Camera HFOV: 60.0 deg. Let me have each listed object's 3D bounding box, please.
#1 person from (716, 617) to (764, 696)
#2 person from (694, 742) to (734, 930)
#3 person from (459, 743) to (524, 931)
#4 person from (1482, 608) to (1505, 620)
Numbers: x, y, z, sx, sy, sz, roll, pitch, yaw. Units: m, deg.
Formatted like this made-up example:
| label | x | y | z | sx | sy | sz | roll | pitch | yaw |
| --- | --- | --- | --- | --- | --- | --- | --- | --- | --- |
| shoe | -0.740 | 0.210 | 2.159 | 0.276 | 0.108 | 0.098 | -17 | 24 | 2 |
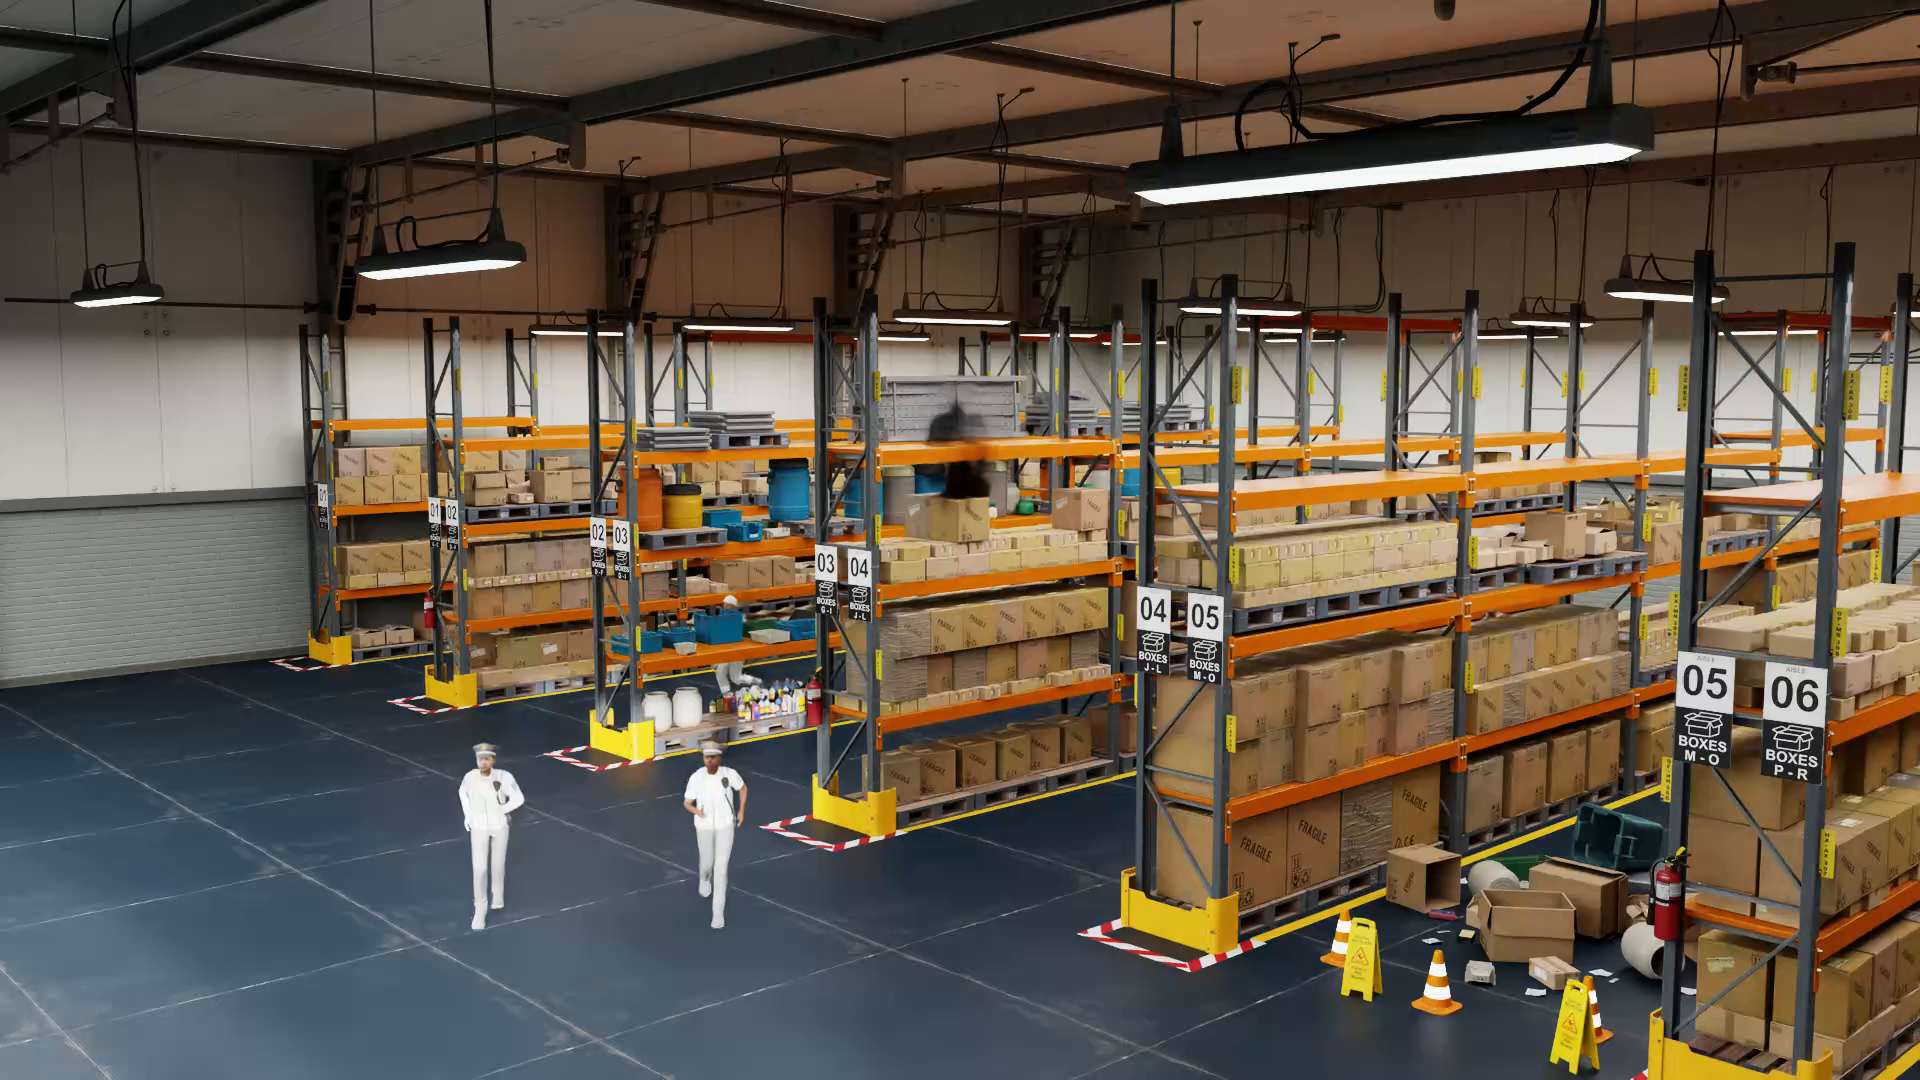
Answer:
| label | x | y | z | sx | sy | sz | roll | pitch | yaw |
| --- | --- | --- | --- | --- | --- | --- | --- | --- | --- |
| person | -3.430 | 1.830 | 25.621 | 0.833 | 1.520 | 0.582 | -5 | 8 | -43 |
| person | -2.333 | 2.730 | 15.831 | 0.385 | 1.716 | 0.931 | 0 | 6 | -3 |
| person | -4.412 | 2.744 | 15.688 | 0.606 | 1.749 | 0.759 | -1 | 6 | -12 |
| person | 8.098 | 1.585 | 25.228 | 0.735 | 1.421 | 0.692 | -5 | 7 | -39 |
